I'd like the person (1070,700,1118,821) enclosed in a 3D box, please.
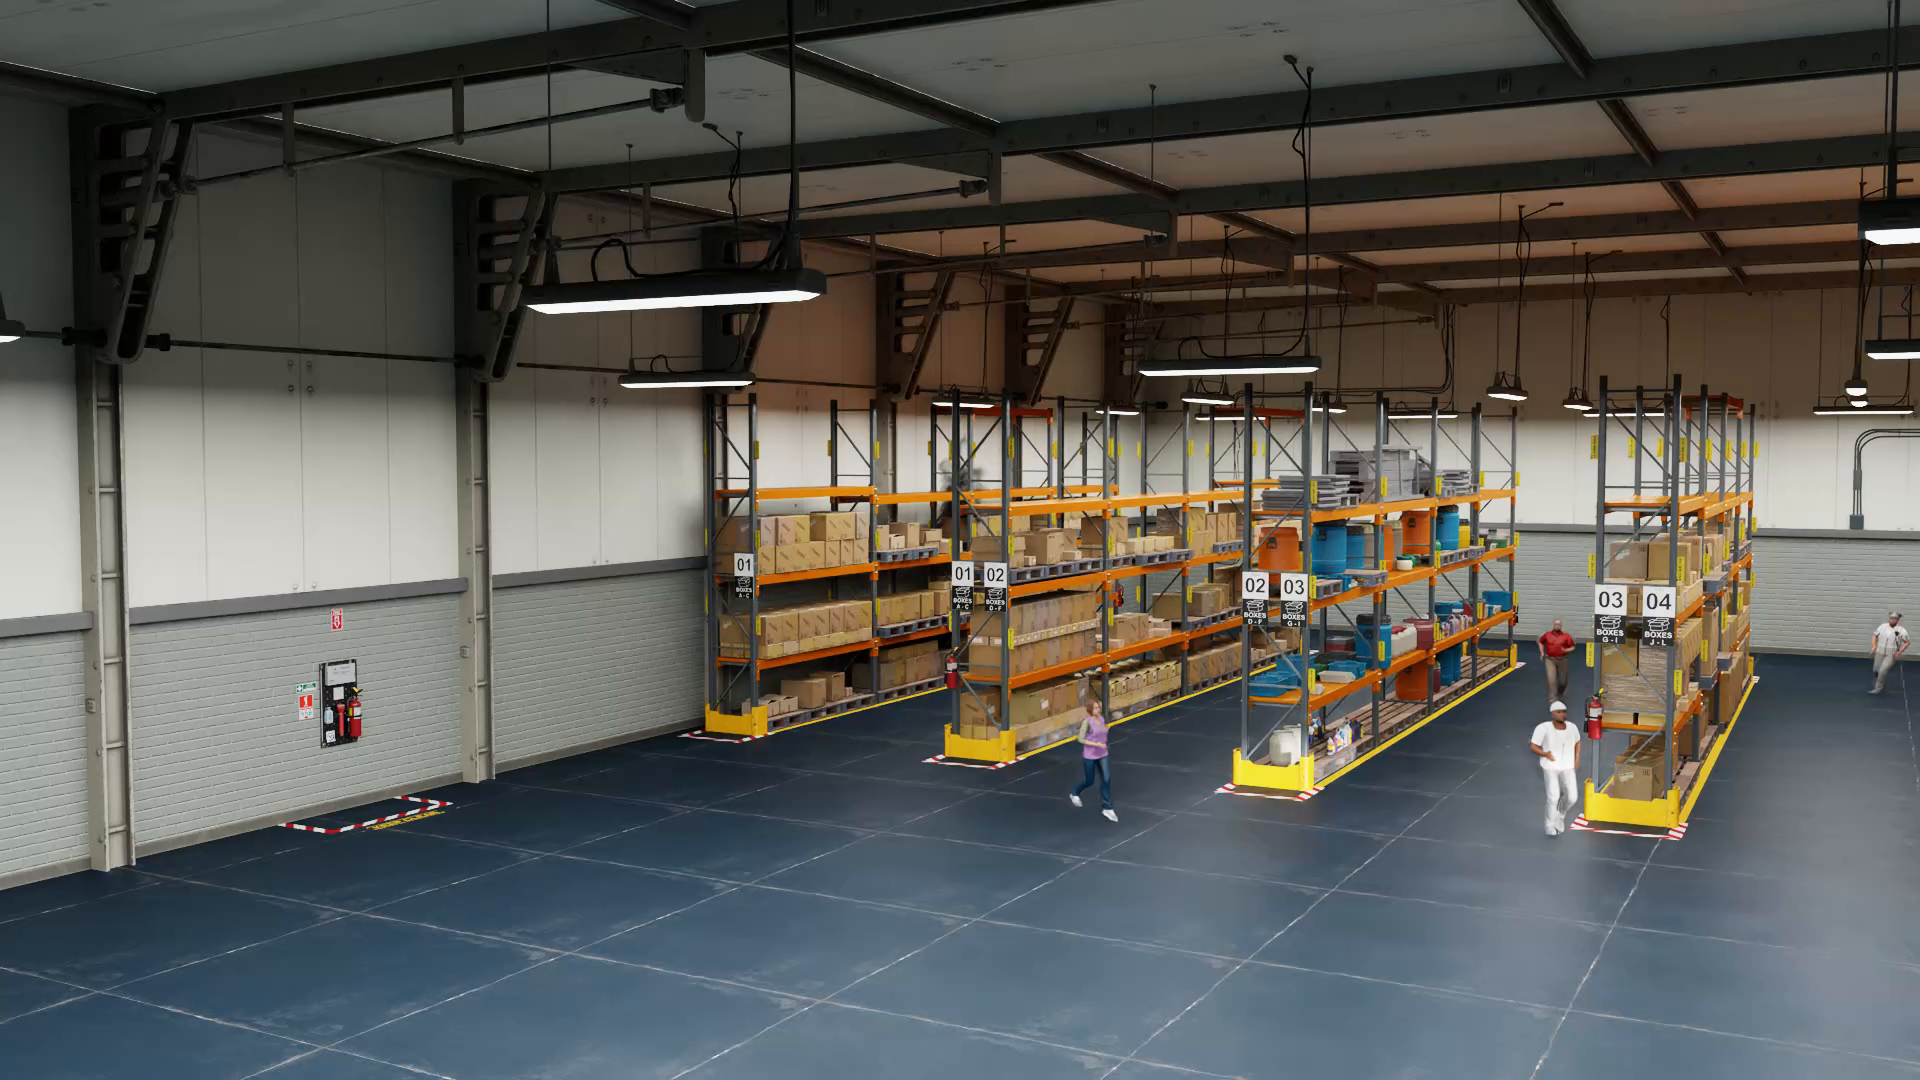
[{"bbox_3d":[1.830,2.973,22.700,0.552,1.600,0.894,-2,4,-35],"label":"person"}]

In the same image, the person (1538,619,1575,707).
[{"bbox_3d":[11.591,2.390,32.315,0.672,1.700,0.953,1,3,18],"label":"person"}]

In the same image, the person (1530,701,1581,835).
[{"bbox_3d":[7.772,2.963,21.538,0.701,1.738,0.545,0,3,-2],"label":"person"}]

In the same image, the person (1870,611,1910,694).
[{"bbox_3d":[19.064,2.308,34.096,0.699,1.707,0.587,3,4,43],"label":"person"}]
